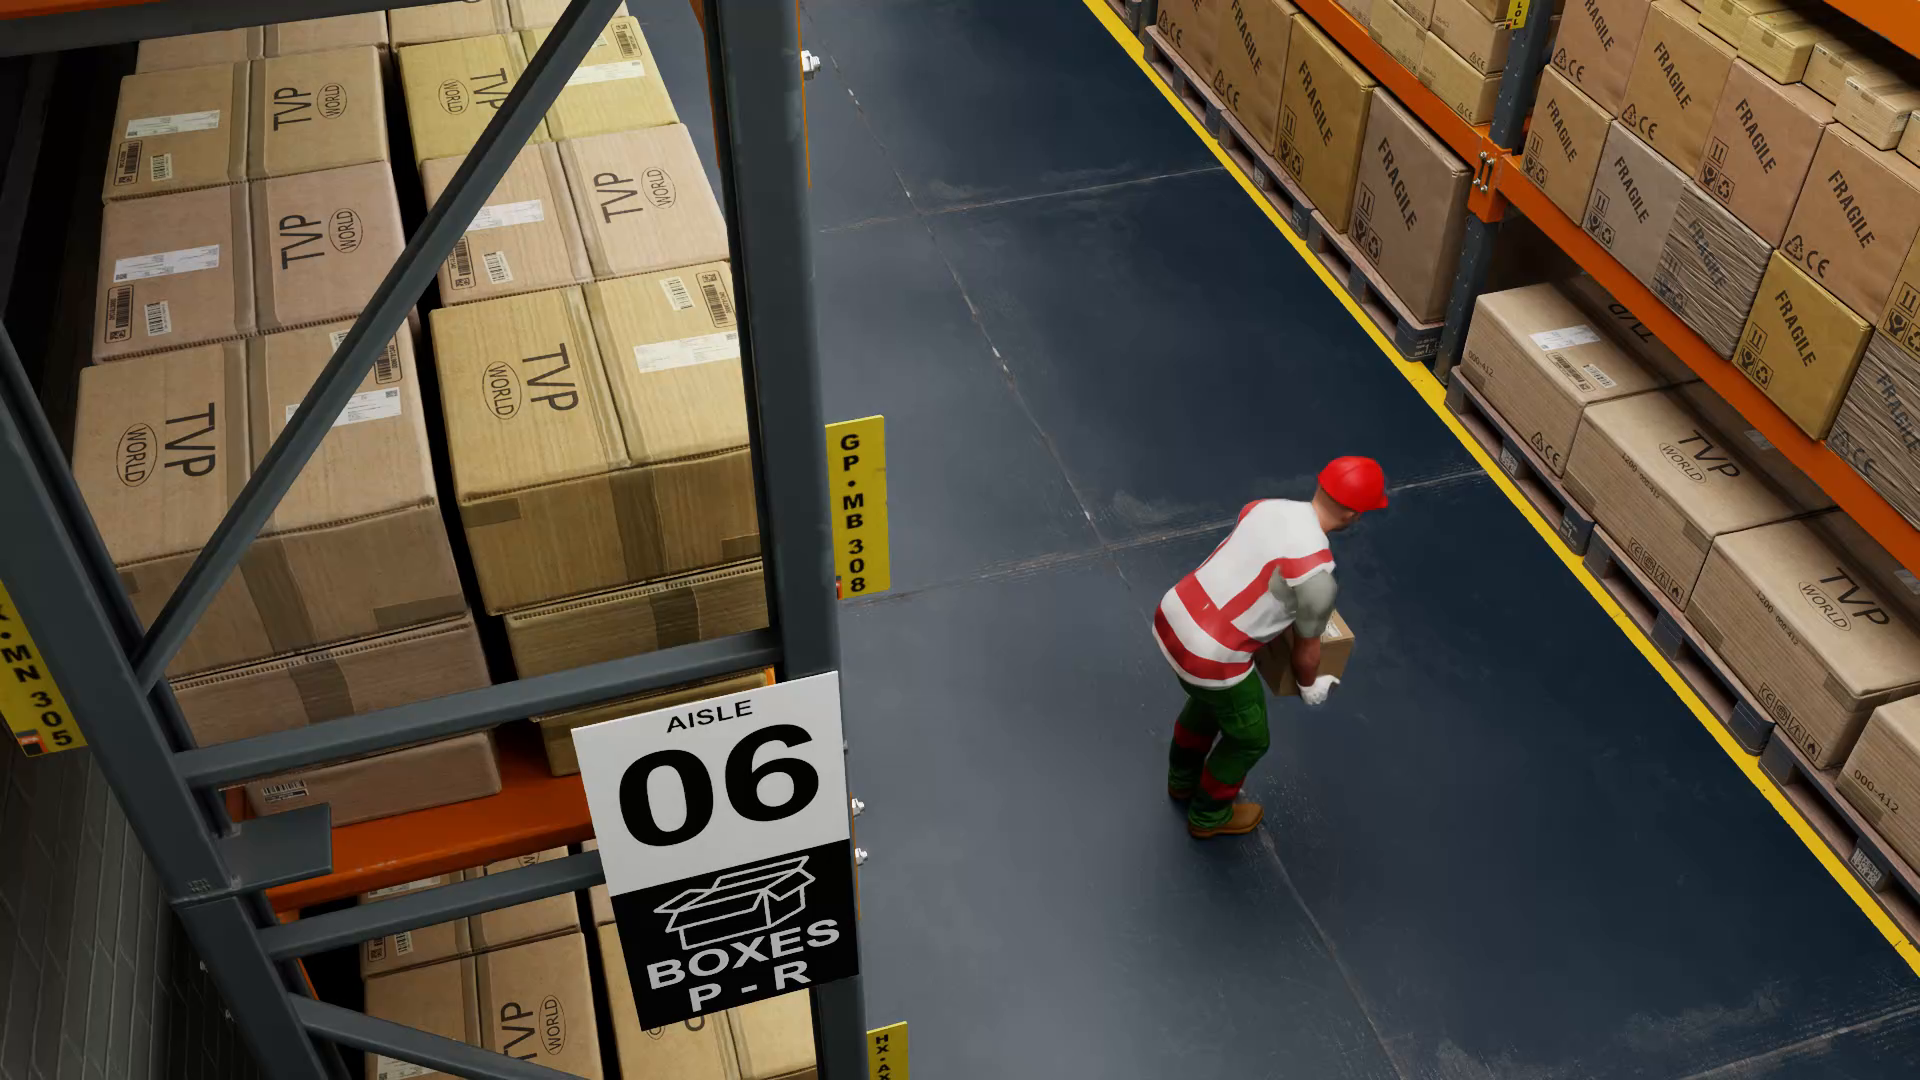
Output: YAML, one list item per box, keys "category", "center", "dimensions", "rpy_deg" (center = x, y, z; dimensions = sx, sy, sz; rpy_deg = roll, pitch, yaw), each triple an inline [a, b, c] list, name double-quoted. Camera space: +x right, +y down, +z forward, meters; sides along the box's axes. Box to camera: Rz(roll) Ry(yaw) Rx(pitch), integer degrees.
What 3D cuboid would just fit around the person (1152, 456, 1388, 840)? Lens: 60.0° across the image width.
- category: "person"
  center: [1.059, 0.388, 5.861]
  dimensions: [0.782, 1.583, 0.487]
  rpy_deg: [-13, 43, -14]
